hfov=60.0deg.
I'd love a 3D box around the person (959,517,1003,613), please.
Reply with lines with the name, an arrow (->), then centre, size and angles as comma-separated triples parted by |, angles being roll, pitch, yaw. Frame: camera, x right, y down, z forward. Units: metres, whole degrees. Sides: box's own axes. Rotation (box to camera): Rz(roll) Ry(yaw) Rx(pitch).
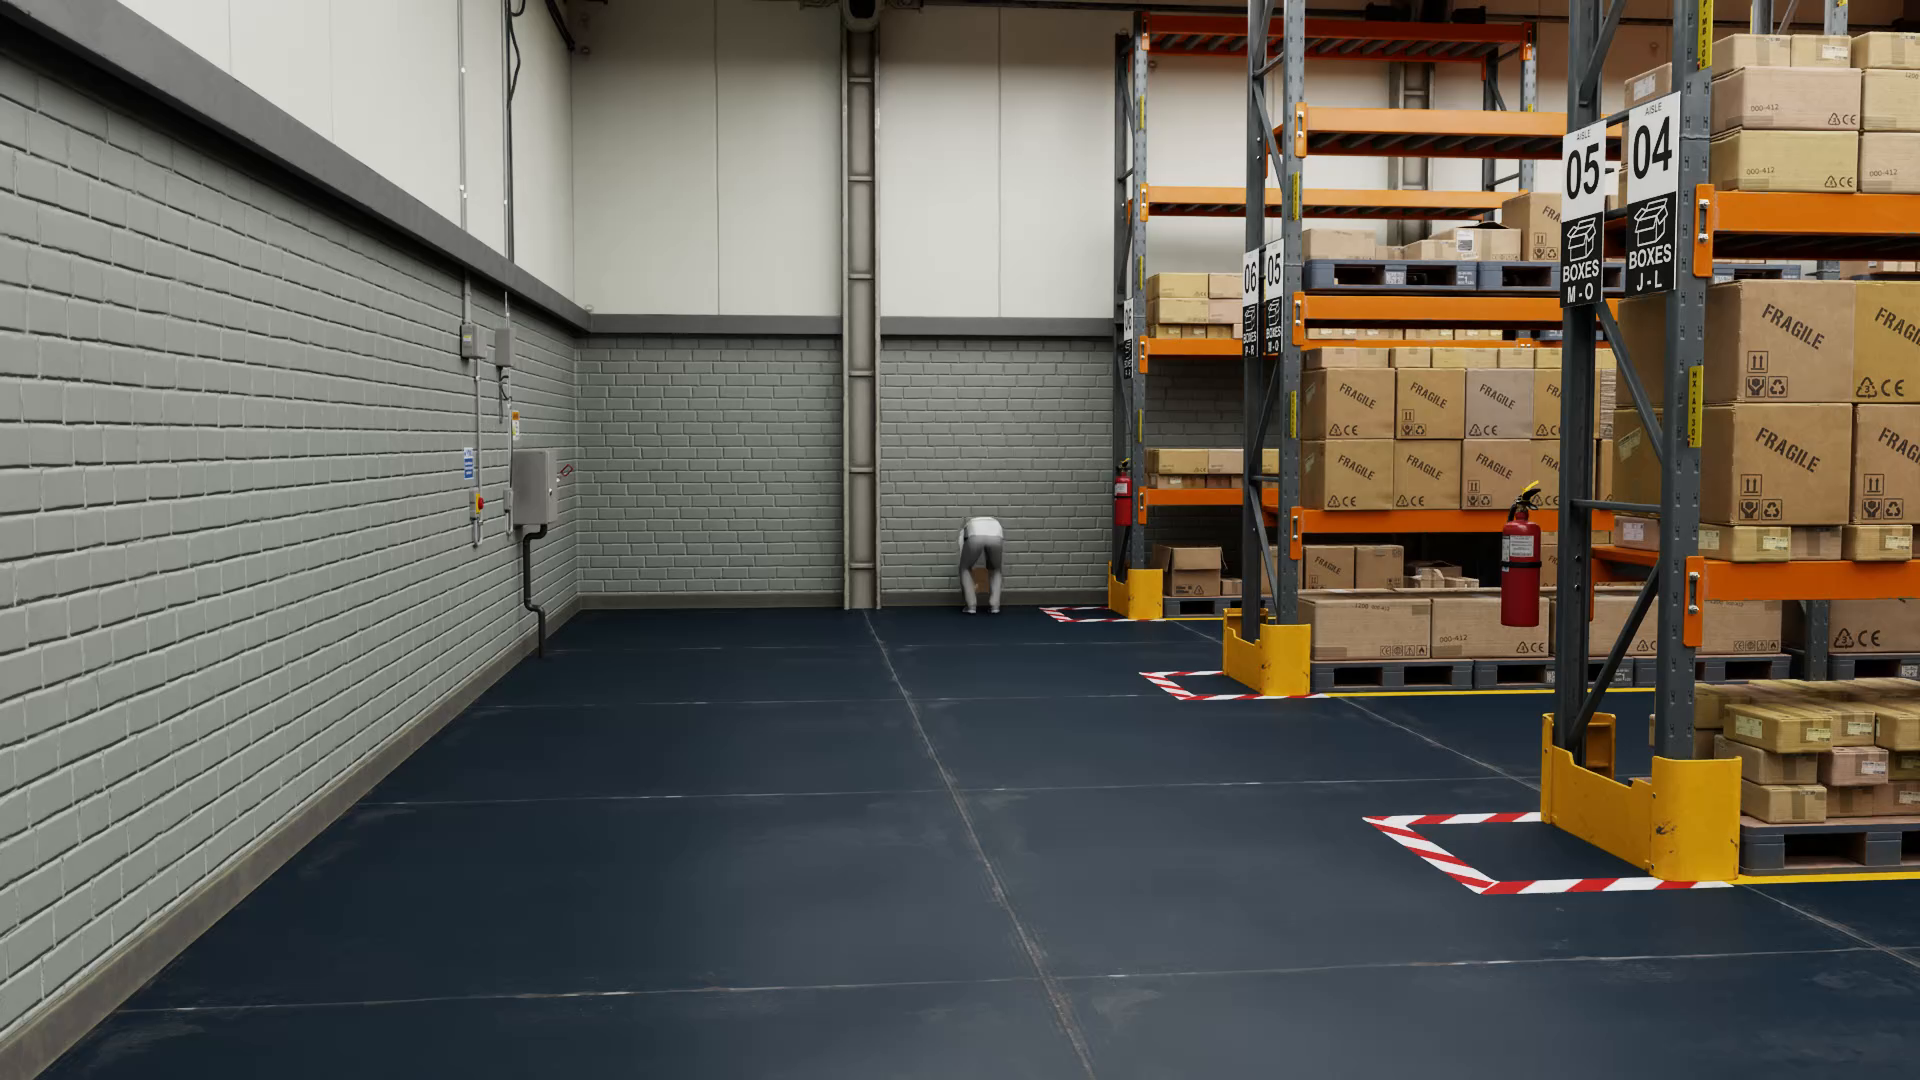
person -> 0.197, 0.252, 17.391 | 0.449, 1.000, 0.932 | -1, 4, -9
